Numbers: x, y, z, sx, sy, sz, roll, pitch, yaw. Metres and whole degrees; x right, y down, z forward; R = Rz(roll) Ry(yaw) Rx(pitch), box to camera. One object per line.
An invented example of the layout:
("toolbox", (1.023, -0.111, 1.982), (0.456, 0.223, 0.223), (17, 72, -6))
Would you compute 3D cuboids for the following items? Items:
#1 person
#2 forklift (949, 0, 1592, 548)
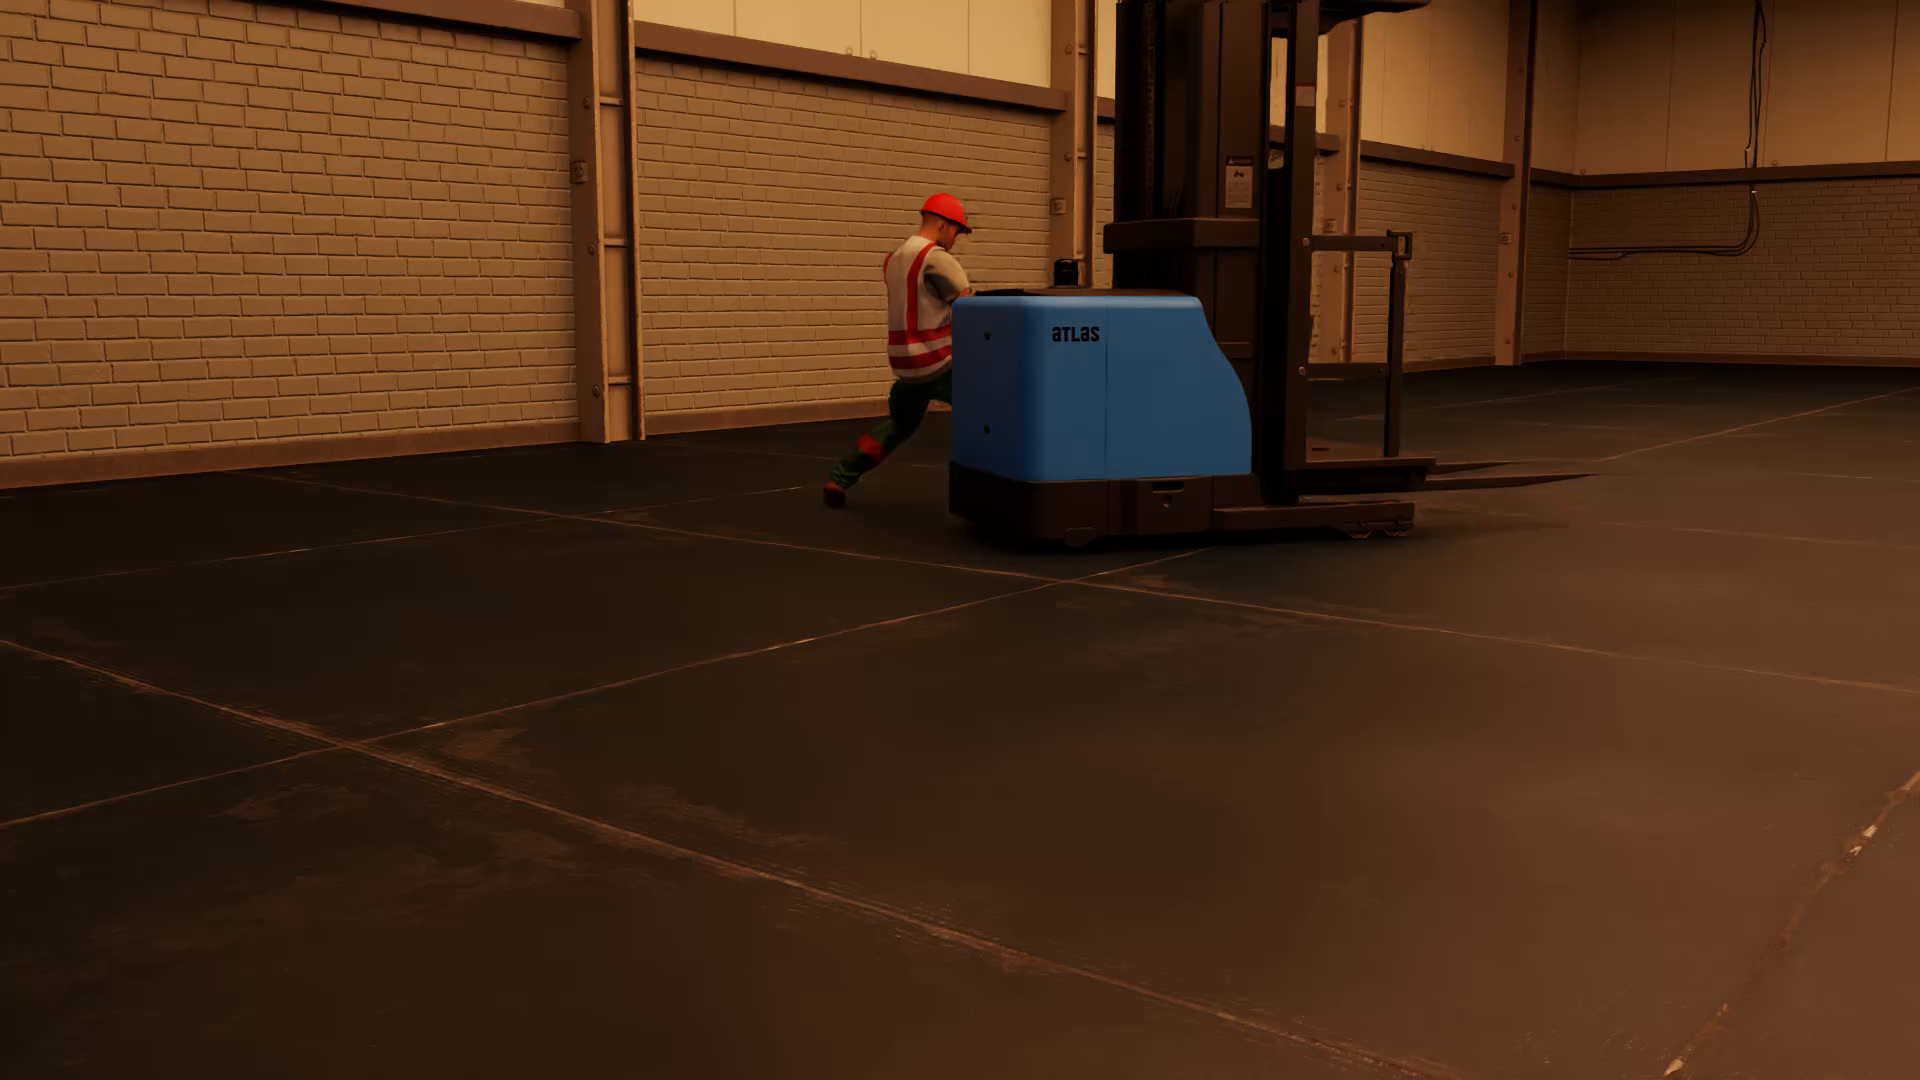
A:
("person", (-0.057, -0.920, 8.316), (0.976, 1.591, 1.227), (-5, 10, -31))
("forklift", (1.522, -1.521, 7.677), (3.031, 2.935, 1.130), (-3, 9, -19))
